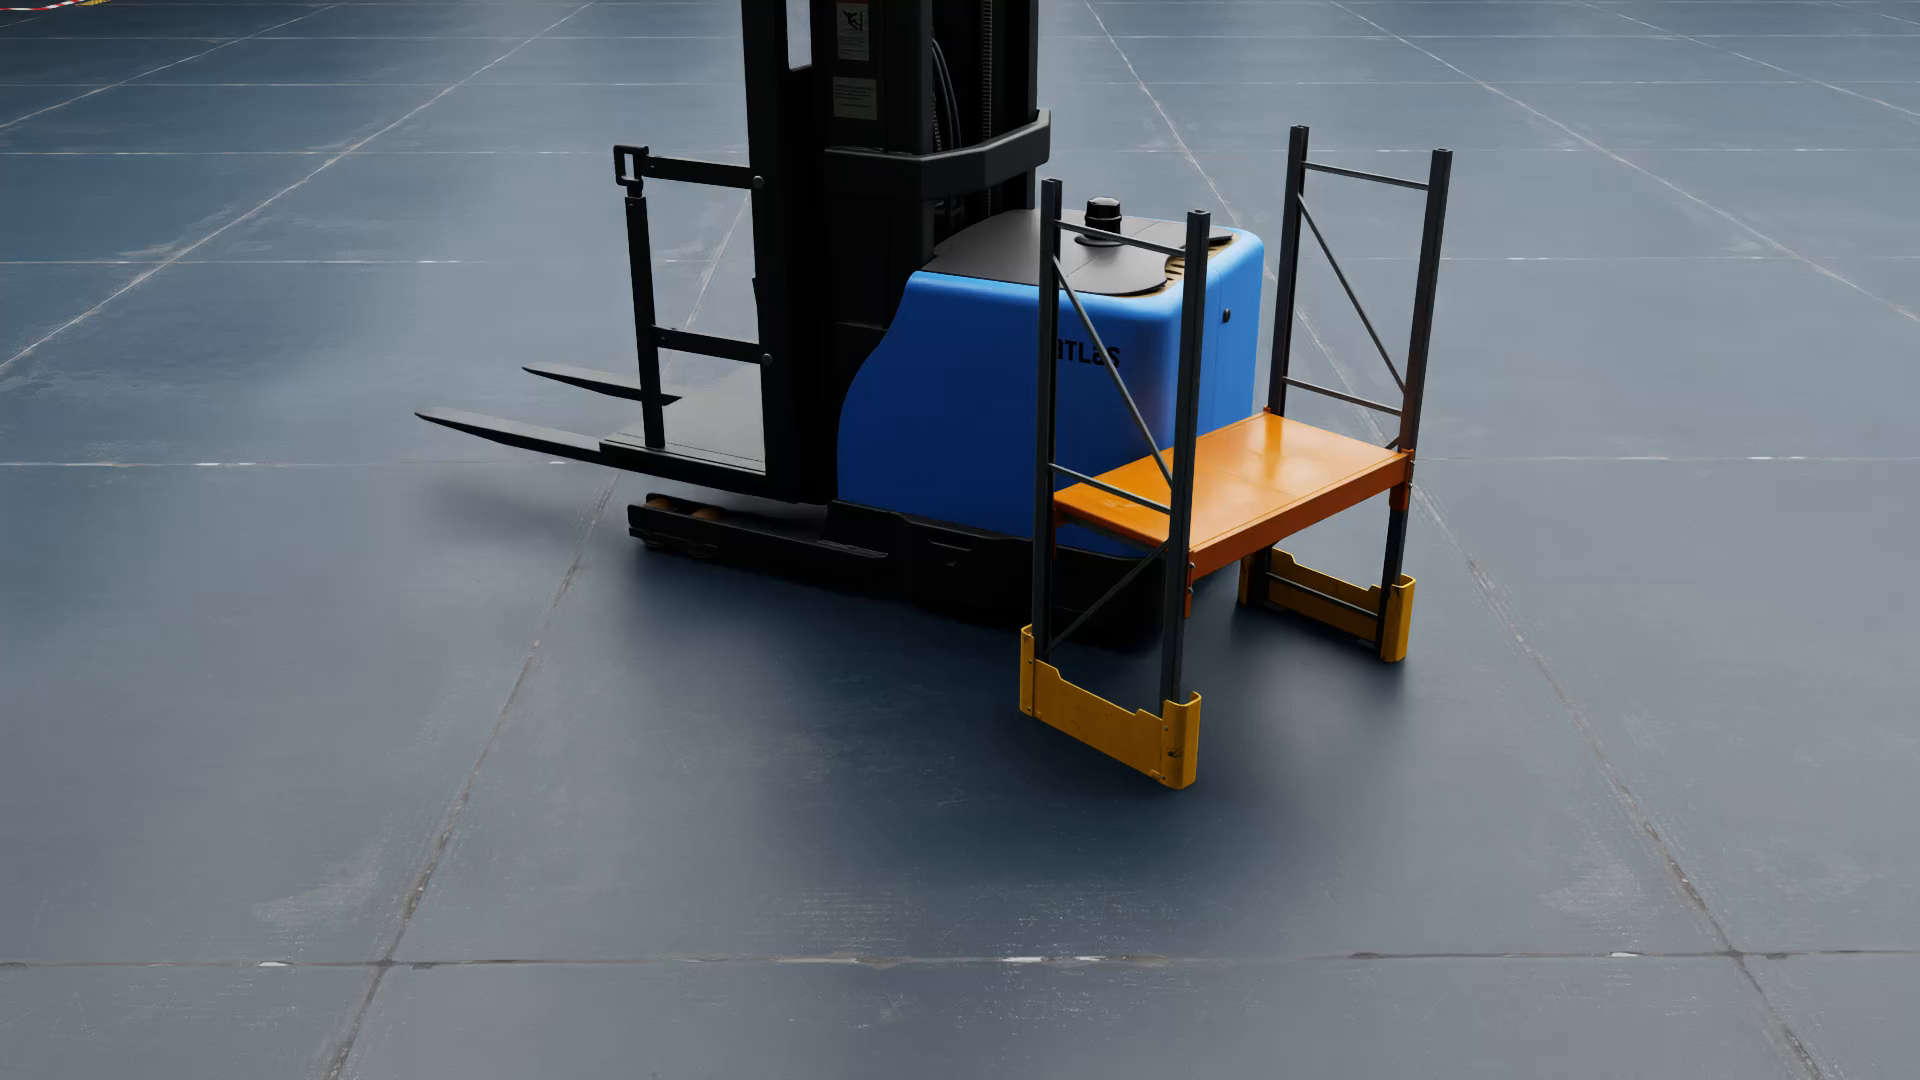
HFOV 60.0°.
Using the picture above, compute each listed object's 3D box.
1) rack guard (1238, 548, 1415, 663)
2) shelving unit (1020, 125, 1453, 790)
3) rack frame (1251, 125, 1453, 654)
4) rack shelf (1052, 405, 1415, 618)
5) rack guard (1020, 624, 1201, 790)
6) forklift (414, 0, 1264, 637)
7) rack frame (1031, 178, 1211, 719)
[{"bbox_3d":[1.113,0.155,5.103,0.087,0.250,0.587,-22,32,-39],"label":"rack guard"},{"bbox_3d":[0.754,-0.272,4.531,1.083,1.500,0.587,-22,32,-39],"label":"shelving unit"},{"bbox_3d":[1.115,-0.415,4.845,0.032,1.500,0.500,-22,32,-39],"label":"rack frame"},{"bbox_3d":[0.747,-0.106,4.599,1.000,0.185,0.538,-22,32,-39],"label":"rack shelf"},{"bbox_3d":[0.393,0.439,4.476,0.087,0.250,0.587,-22,32,-39],"label":"rack guard"},{"bbox_3d":[-0.560,-1.453,5.405,3.031,2.935,1.130,12,27,24],"label":"forklift"},{"bbox_3d":[0.380,-0.125,4.205,0.032,1.500,0.500,-22,32,-39],"label":"rack frame"}]
